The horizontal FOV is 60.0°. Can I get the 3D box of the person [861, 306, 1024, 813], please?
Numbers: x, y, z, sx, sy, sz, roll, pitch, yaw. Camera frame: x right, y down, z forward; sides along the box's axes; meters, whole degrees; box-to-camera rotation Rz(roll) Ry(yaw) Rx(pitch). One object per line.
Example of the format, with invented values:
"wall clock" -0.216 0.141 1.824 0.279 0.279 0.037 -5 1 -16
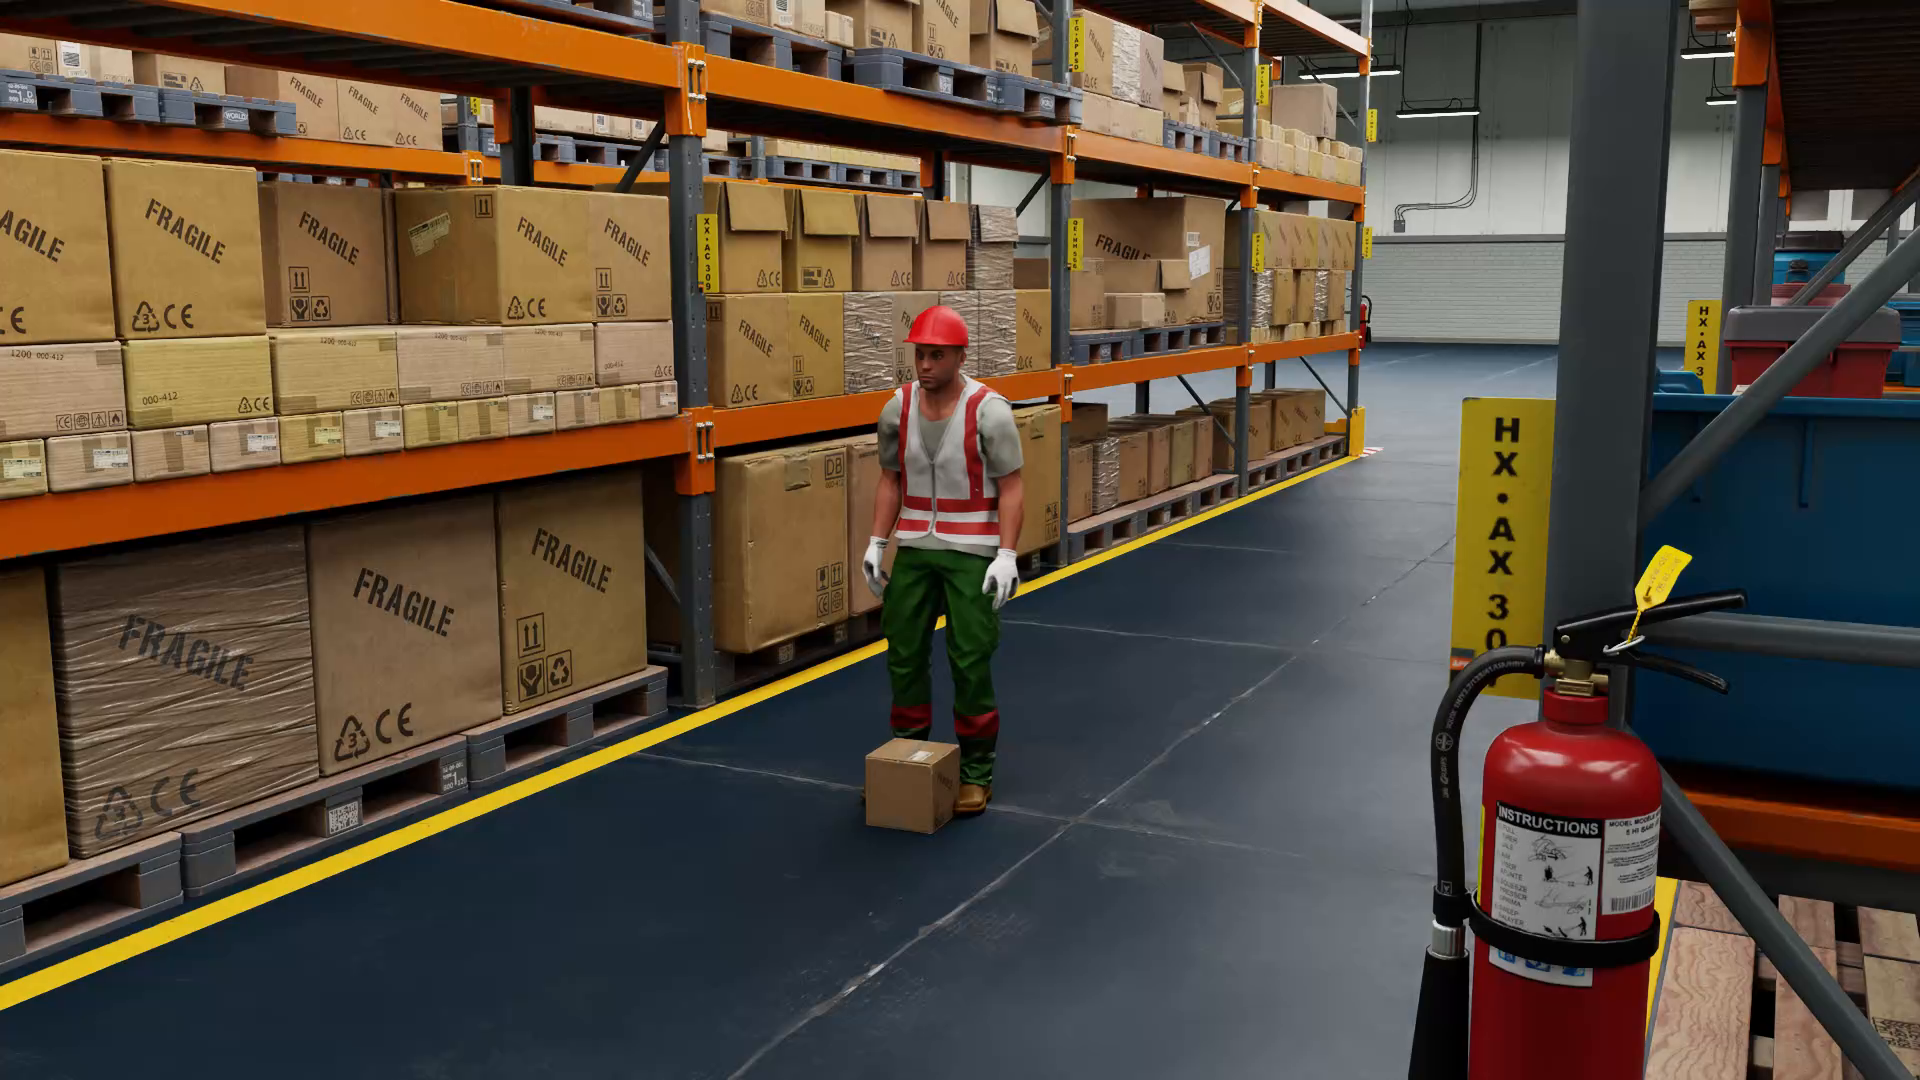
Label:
"person" -0.064 0.069 5.884 0.609 1.777 0.448 4 10 26
